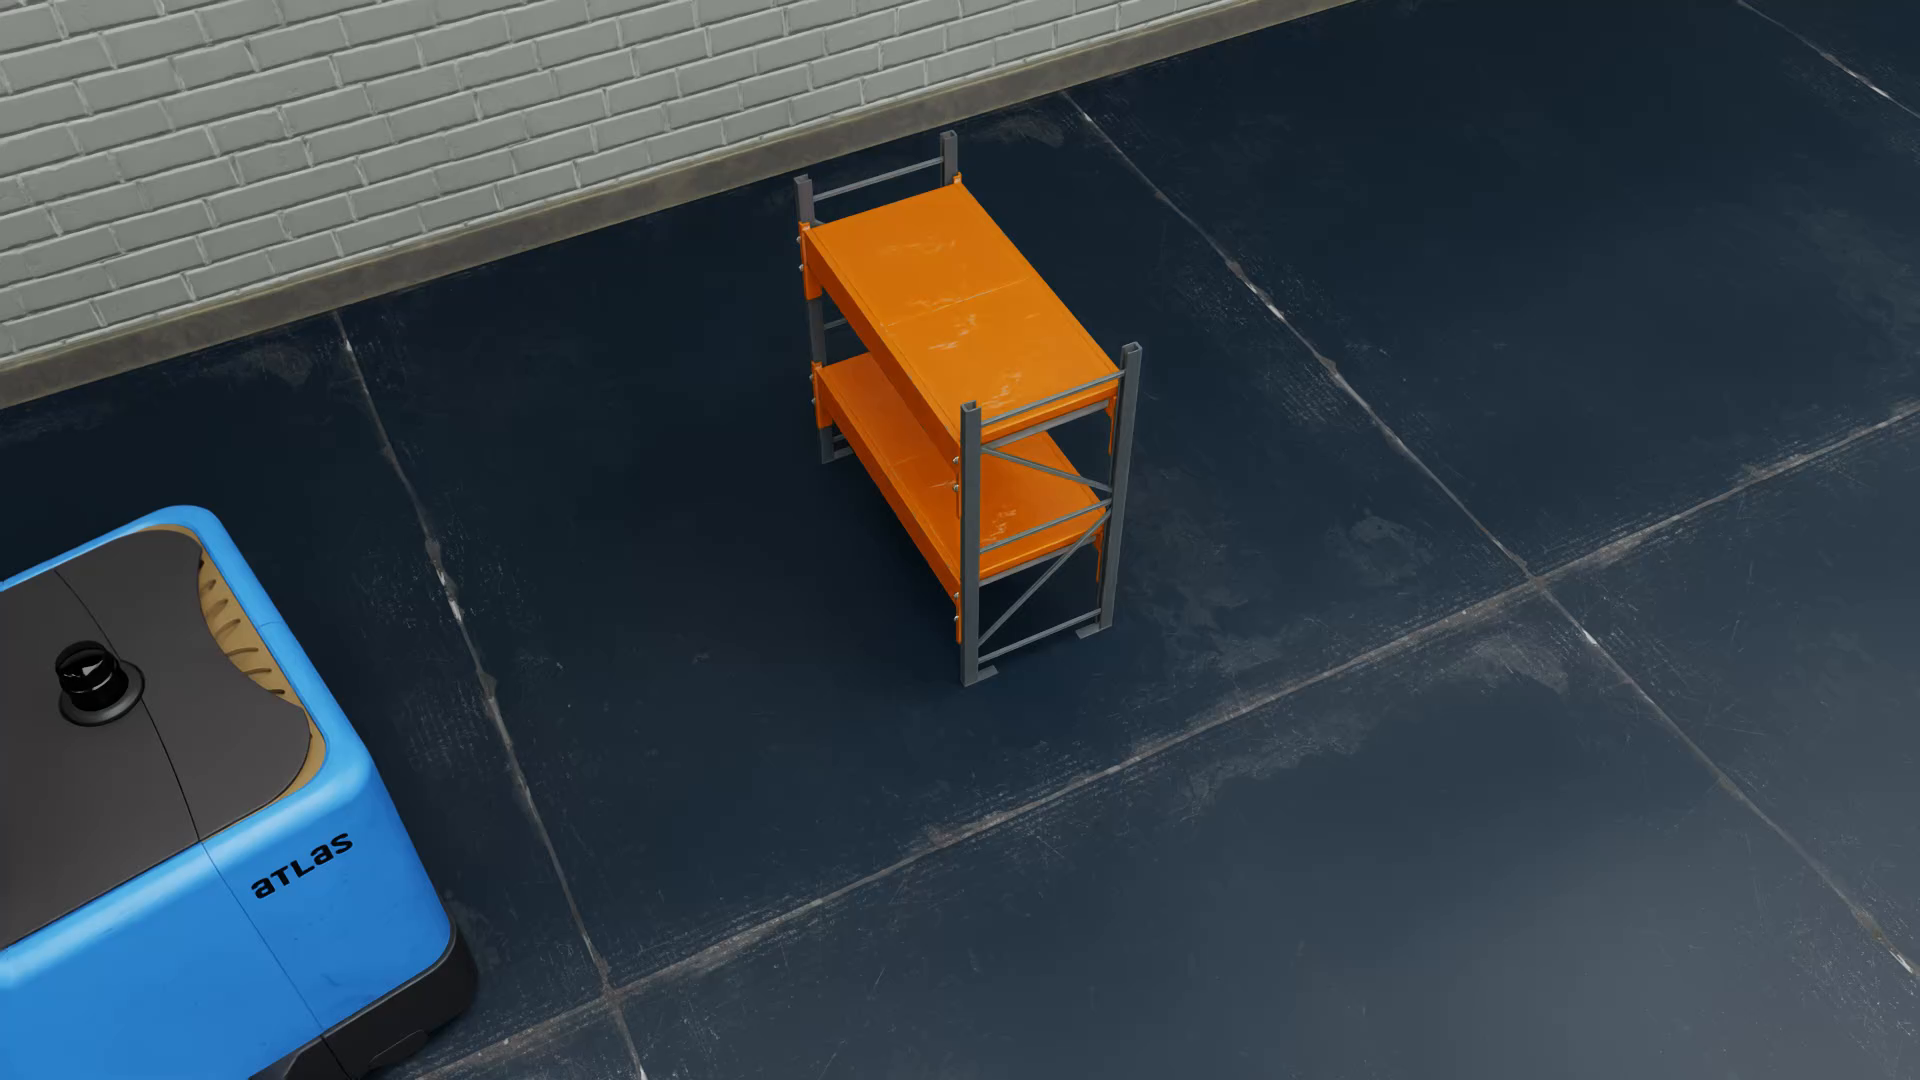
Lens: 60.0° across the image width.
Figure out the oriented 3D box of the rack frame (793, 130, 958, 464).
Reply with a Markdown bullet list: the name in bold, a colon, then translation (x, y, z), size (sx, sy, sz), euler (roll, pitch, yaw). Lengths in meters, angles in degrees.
- **rack frame**: translation (-0.236, -0.715, 5.128), size (0.500, 1.125, 0.032), euler (-21, 52, -18)

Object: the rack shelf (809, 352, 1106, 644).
- **rack shelf**: translation (-0.003, -0.214, 5.015), size (0.538, 0.278, 1.000), euler (-21, 52, -18)

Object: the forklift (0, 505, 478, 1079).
- **forklift**: translation (-2.687, 0.599, 2.778), size (3.031, 2.935, 1.130), euler (-30, 55, -24)

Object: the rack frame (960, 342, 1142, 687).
- **rack frame**: translation (0.230, -0.035, 4.533), size (0.500, 1.125, 0.032), euler (-21, 52, -18)

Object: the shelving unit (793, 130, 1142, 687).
- **shelving unit**: translation (-0.003, -0.375, 4.831), size (0.538, 1.125, 1.048), euler (-21, 52, -18)

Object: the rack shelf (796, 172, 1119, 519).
- **rack shelf**: translation (-0.003, -0.568, 4.610), size (0.538, 0.278, 1.000), euler (-21, 52, -18)
